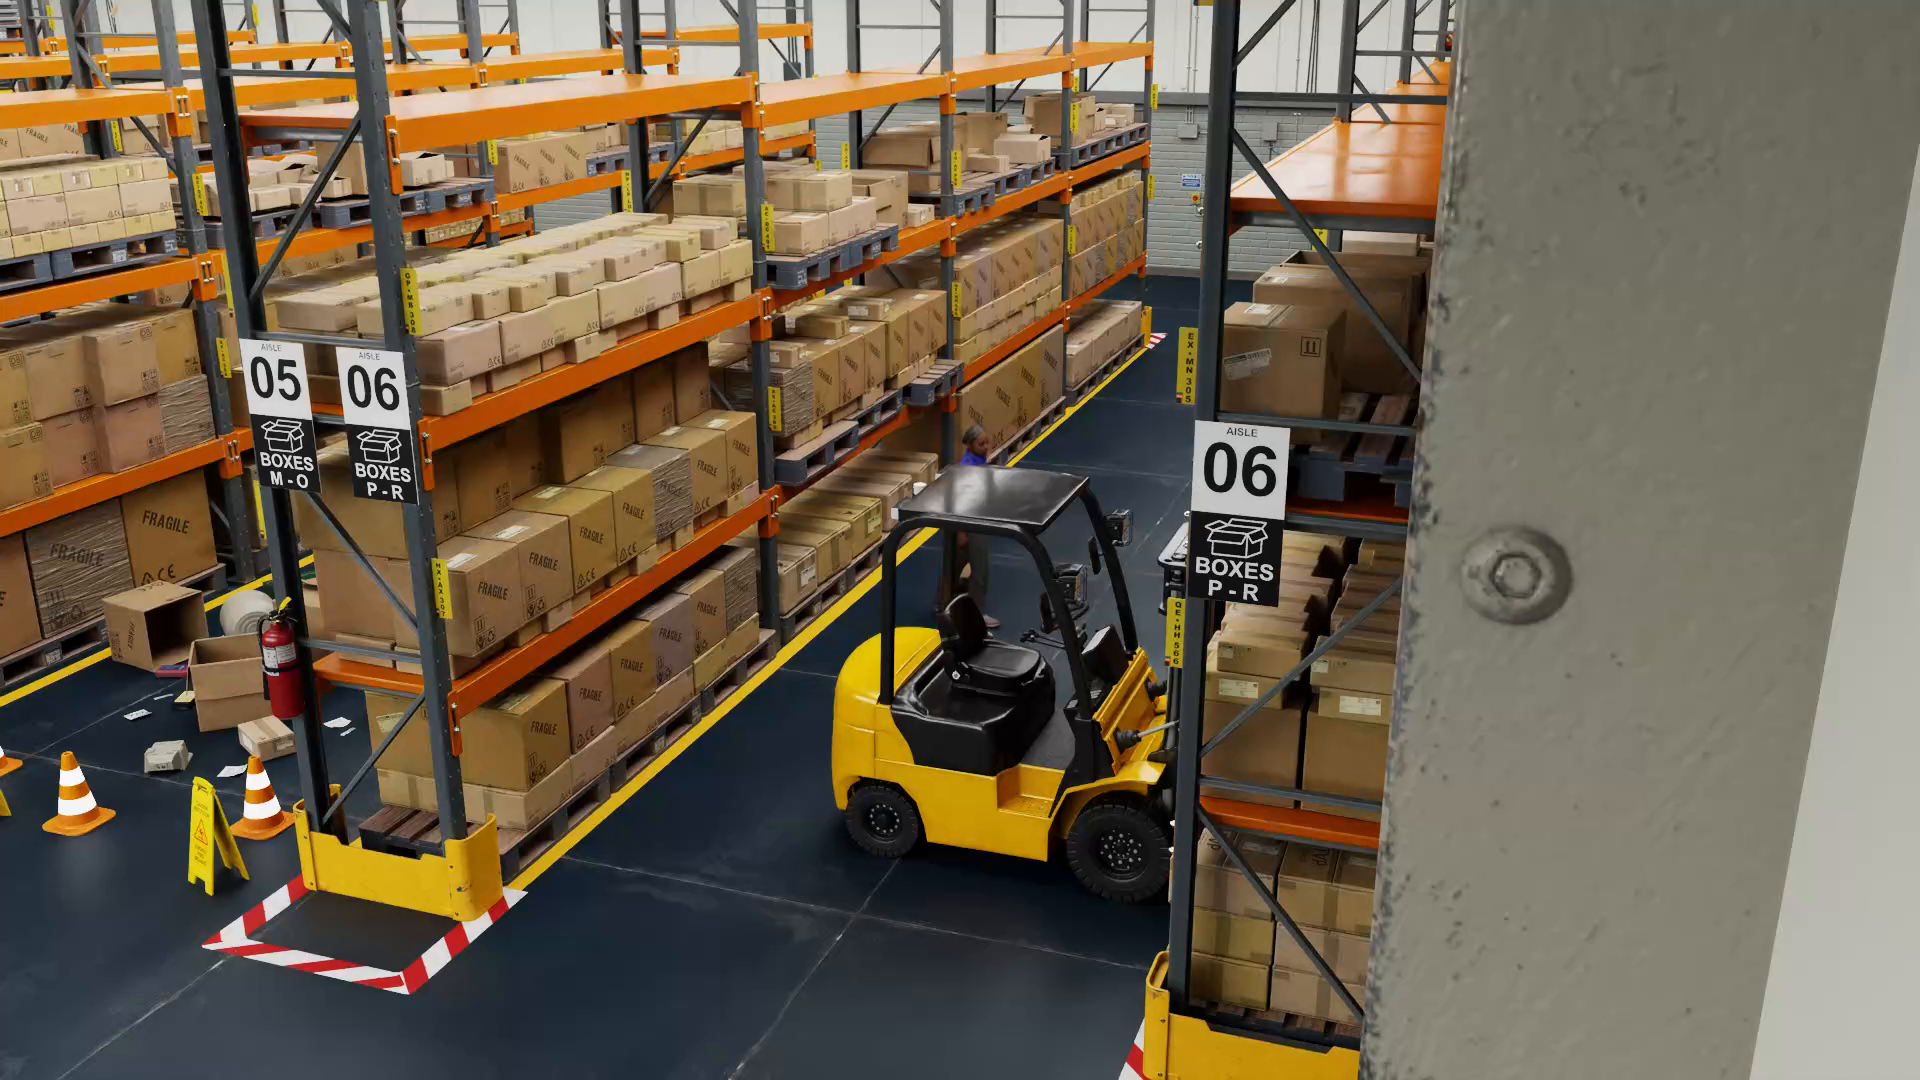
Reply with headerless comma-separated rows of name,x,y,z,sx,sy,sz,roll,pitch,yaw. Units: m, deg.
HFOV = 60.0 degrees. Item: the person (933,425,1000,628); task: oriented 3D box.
person,0.059,-0.138,13.248,0.588,1.641,0.510,4,19,10
